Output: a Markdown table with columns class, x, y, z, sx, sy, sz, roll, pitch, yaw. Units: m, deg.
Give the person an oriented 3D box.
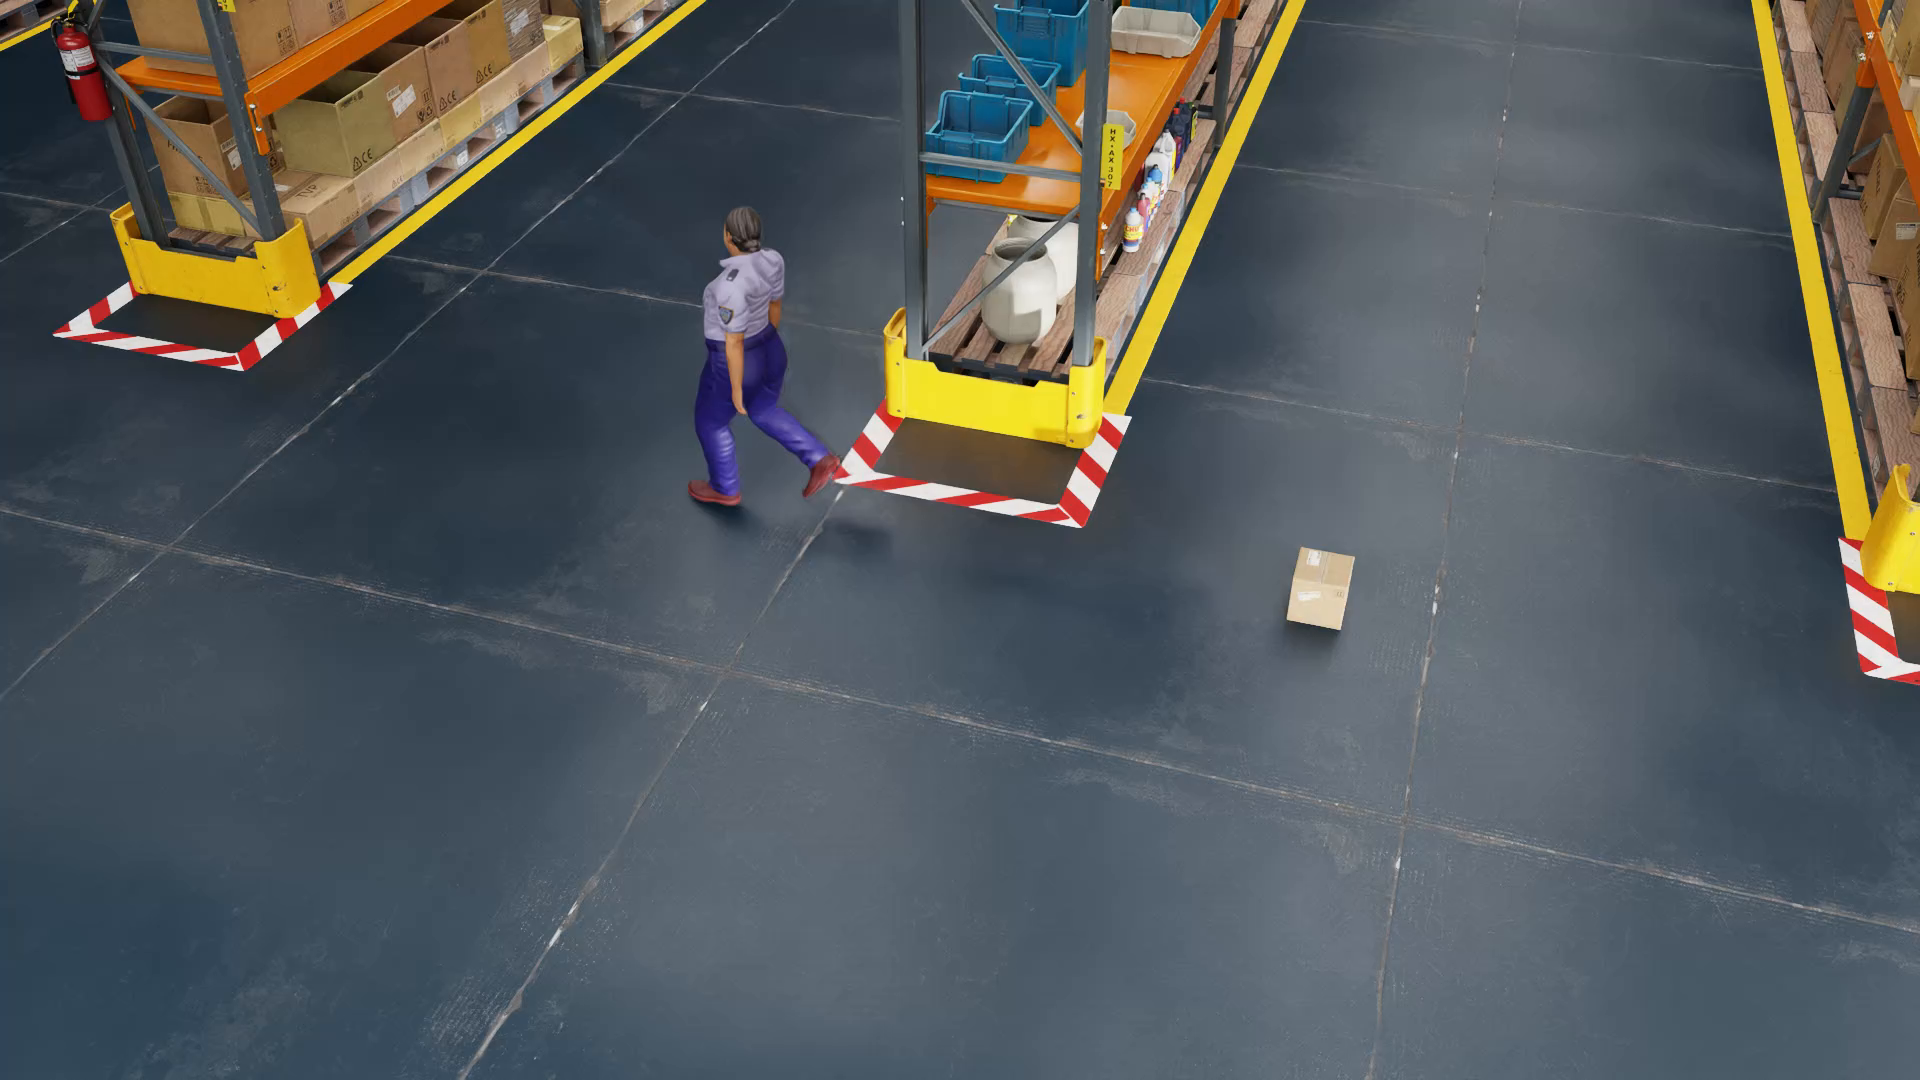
| class | x | y | z | sx | sy | sz | roll | pitch | yaw |
| --- | --- | --- | --- | --- | --- | --- | --- | --- | --- |
| person | -0.990 | -0.858 | 8.006 | 0.776 | 1.607 | 0.490 | 17 | 41 | 21 |
